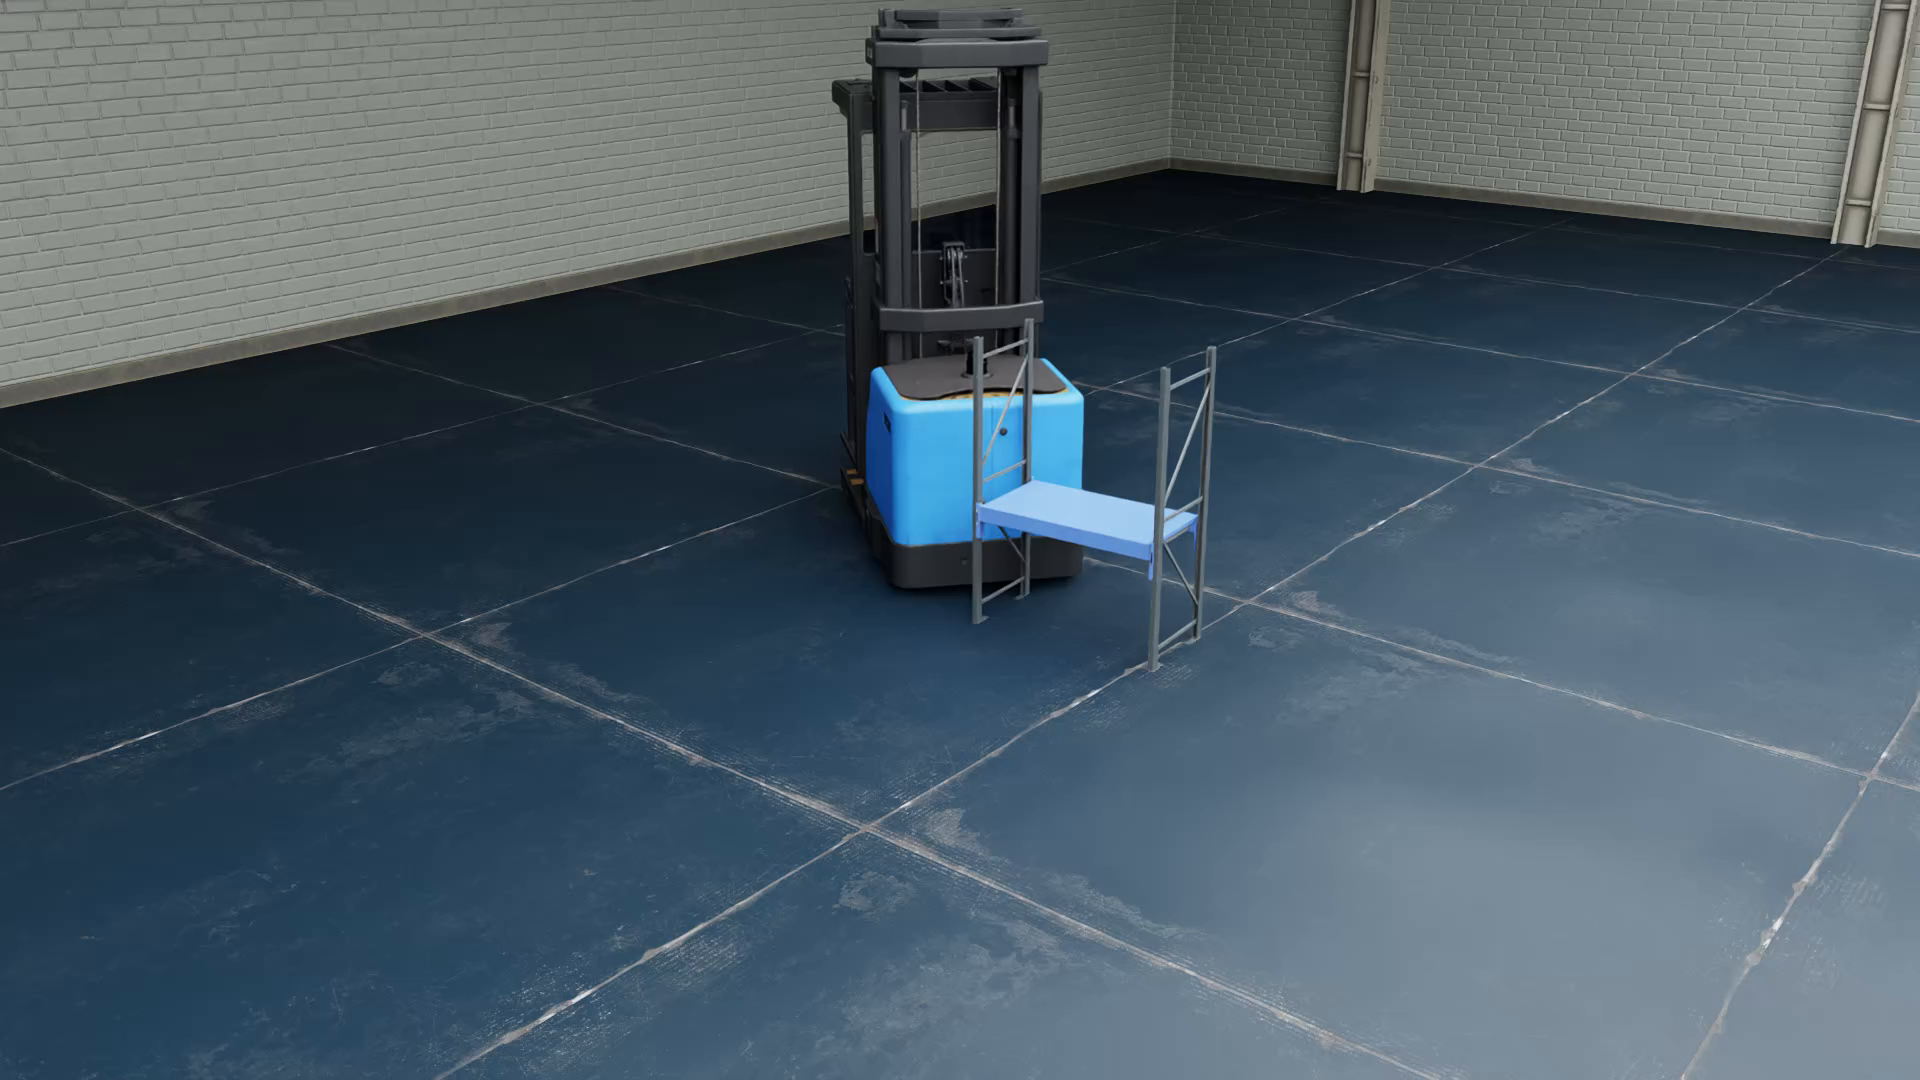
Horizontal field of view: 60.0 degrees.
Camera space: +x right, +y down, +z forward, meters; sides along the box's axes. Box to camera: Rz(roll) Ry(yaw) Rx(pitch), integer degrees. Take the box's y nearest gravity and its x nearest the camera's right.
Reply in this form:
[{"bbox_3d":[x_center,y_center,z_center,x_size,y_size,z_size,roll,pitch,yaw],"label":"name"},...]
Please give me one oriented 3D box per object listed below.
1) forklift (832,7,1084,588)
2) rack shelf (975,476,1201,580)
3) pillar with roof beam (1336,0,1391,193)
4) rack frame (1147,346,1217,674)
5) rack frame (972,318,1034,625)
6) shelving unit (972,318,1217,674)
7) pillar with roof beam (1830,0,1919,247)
[{"bbox_3d":[-0.132,-1.601,9.760,1.130,2.935,3.031,-4,21,-11],"label":"forklift"},{"bbox_3d":[0.636,-0.071,8.240,1.000,0.185,0.538,14,25,32],"label":"rack shelf"},{"bbox_3d":[2.484,-7.646,17.190,0.400,9.000,9.100,16,26,36],"label":"pillar with roof beam"},{"bbox_3d":[1.054,-0.137,7.906,0.032,1.500,0.500,14,25,32],"label":"rack frame"},{"bbox_3d":[0.217,-0.341,8.446,0.032,1.500,0.500,14,25,32],"label":"rack frame"},{"bbox_3d":[0.636,-0.239,8.176,1.048,1.500,0.538,14,25,32],"label":"shelving unit"},{"bbox_3d":[7.133,-6.307,13.640,0.400,9.000,9.100,16,26,36],"label":"pillar with roof beam"}]
